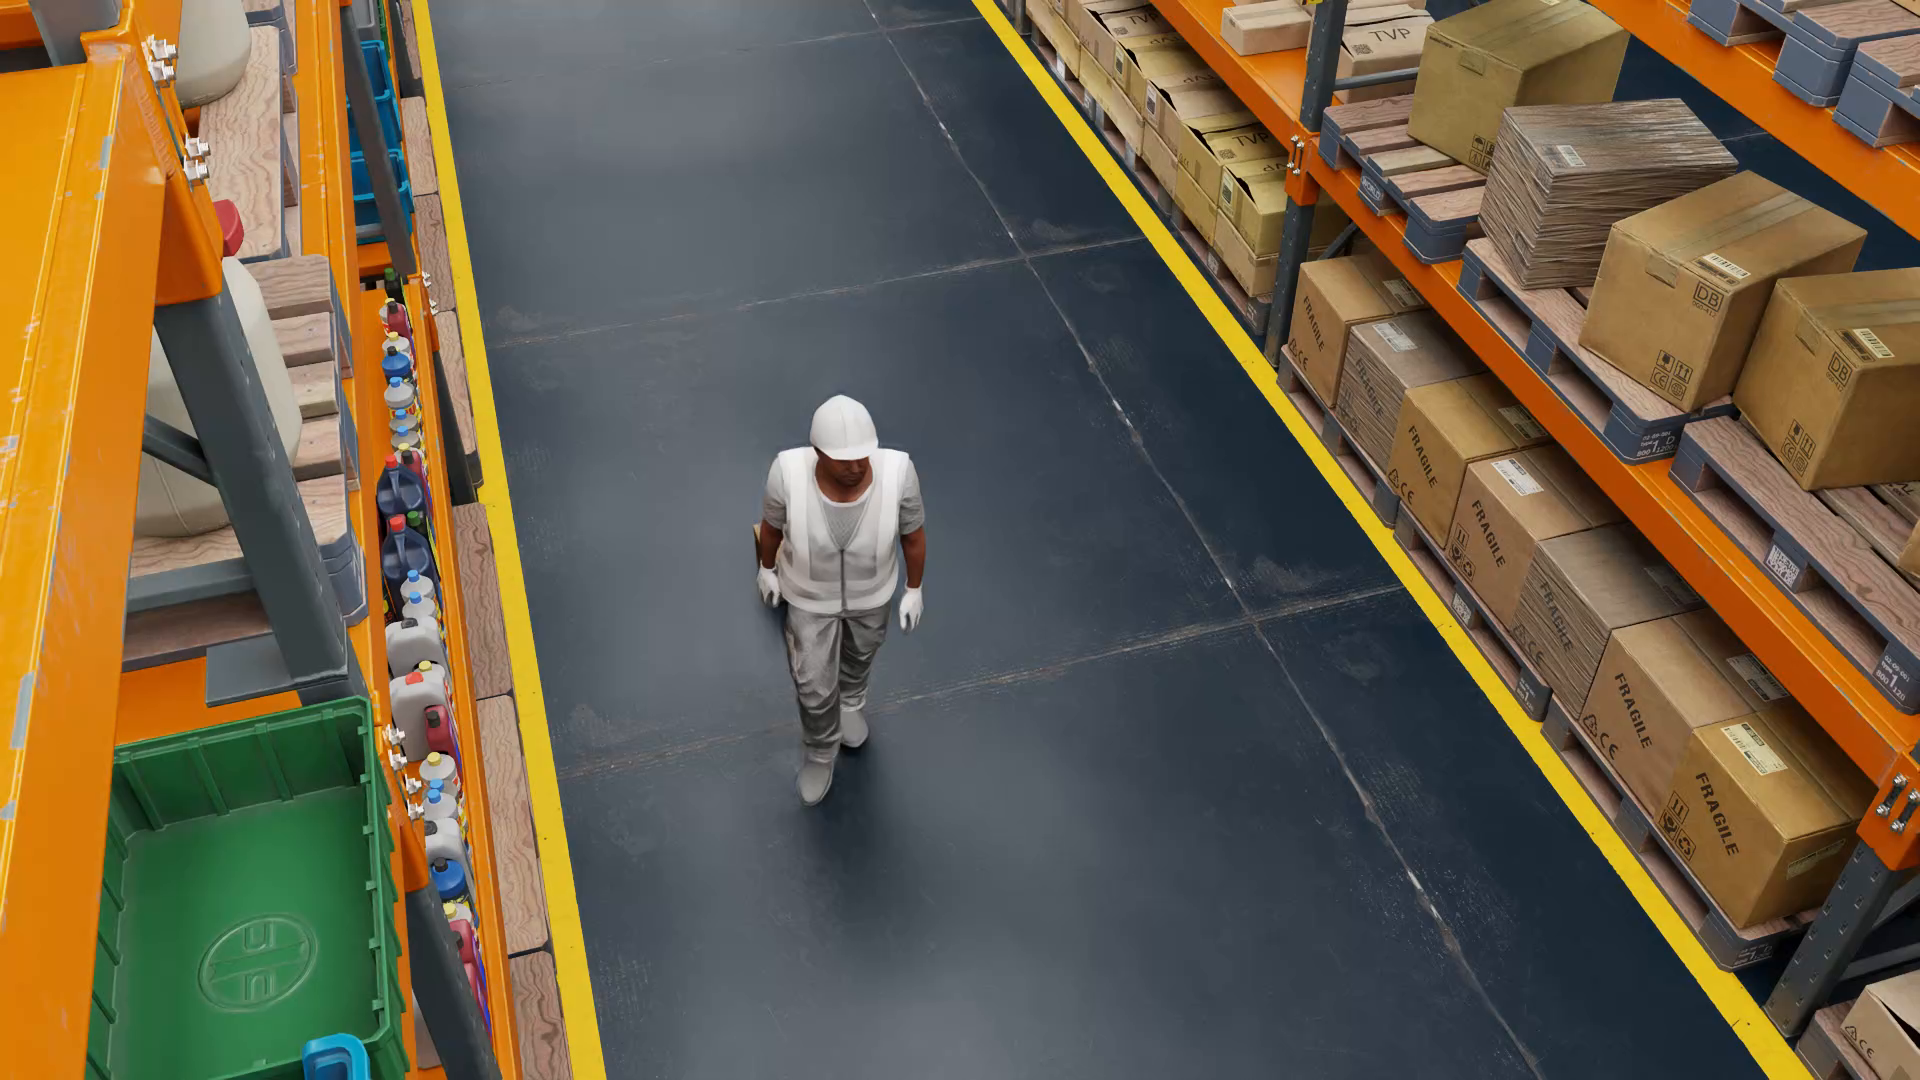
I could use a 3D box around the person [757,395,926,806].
[{"bbox_3d":[-0.421,0.164,5.959,0.592,1.794,0.537,-9,43,-9],"label":"person"}]
